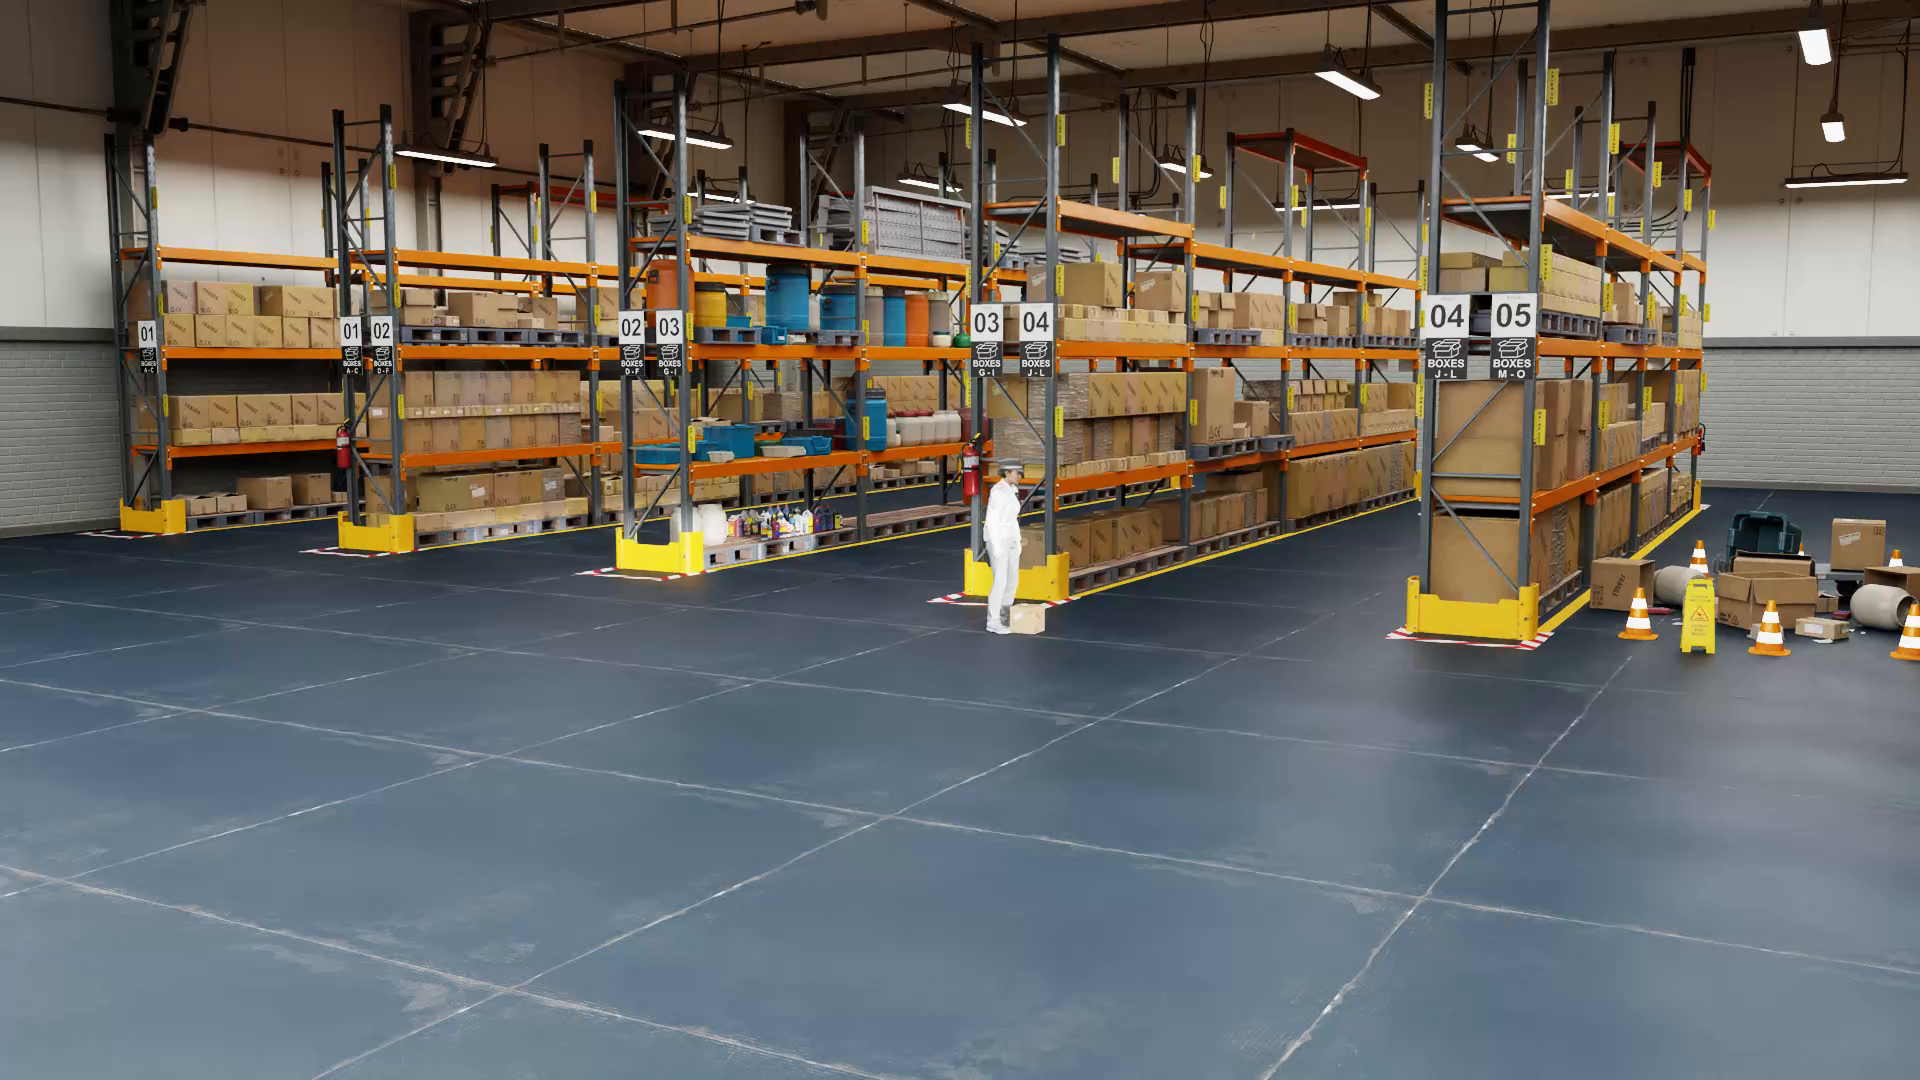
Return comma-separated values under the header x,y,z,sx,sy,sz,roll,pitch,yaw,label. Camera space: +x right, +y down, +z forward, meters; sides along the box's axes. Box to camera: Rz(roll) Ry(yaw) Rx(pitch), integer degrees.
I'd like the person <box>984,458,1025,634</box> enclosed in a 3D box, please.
x,y,z,sx,sy,sz,roll,pitch,yaw,label
0.434,0.041,15.964,0.376,1.663,0.530,3,7,28,person
